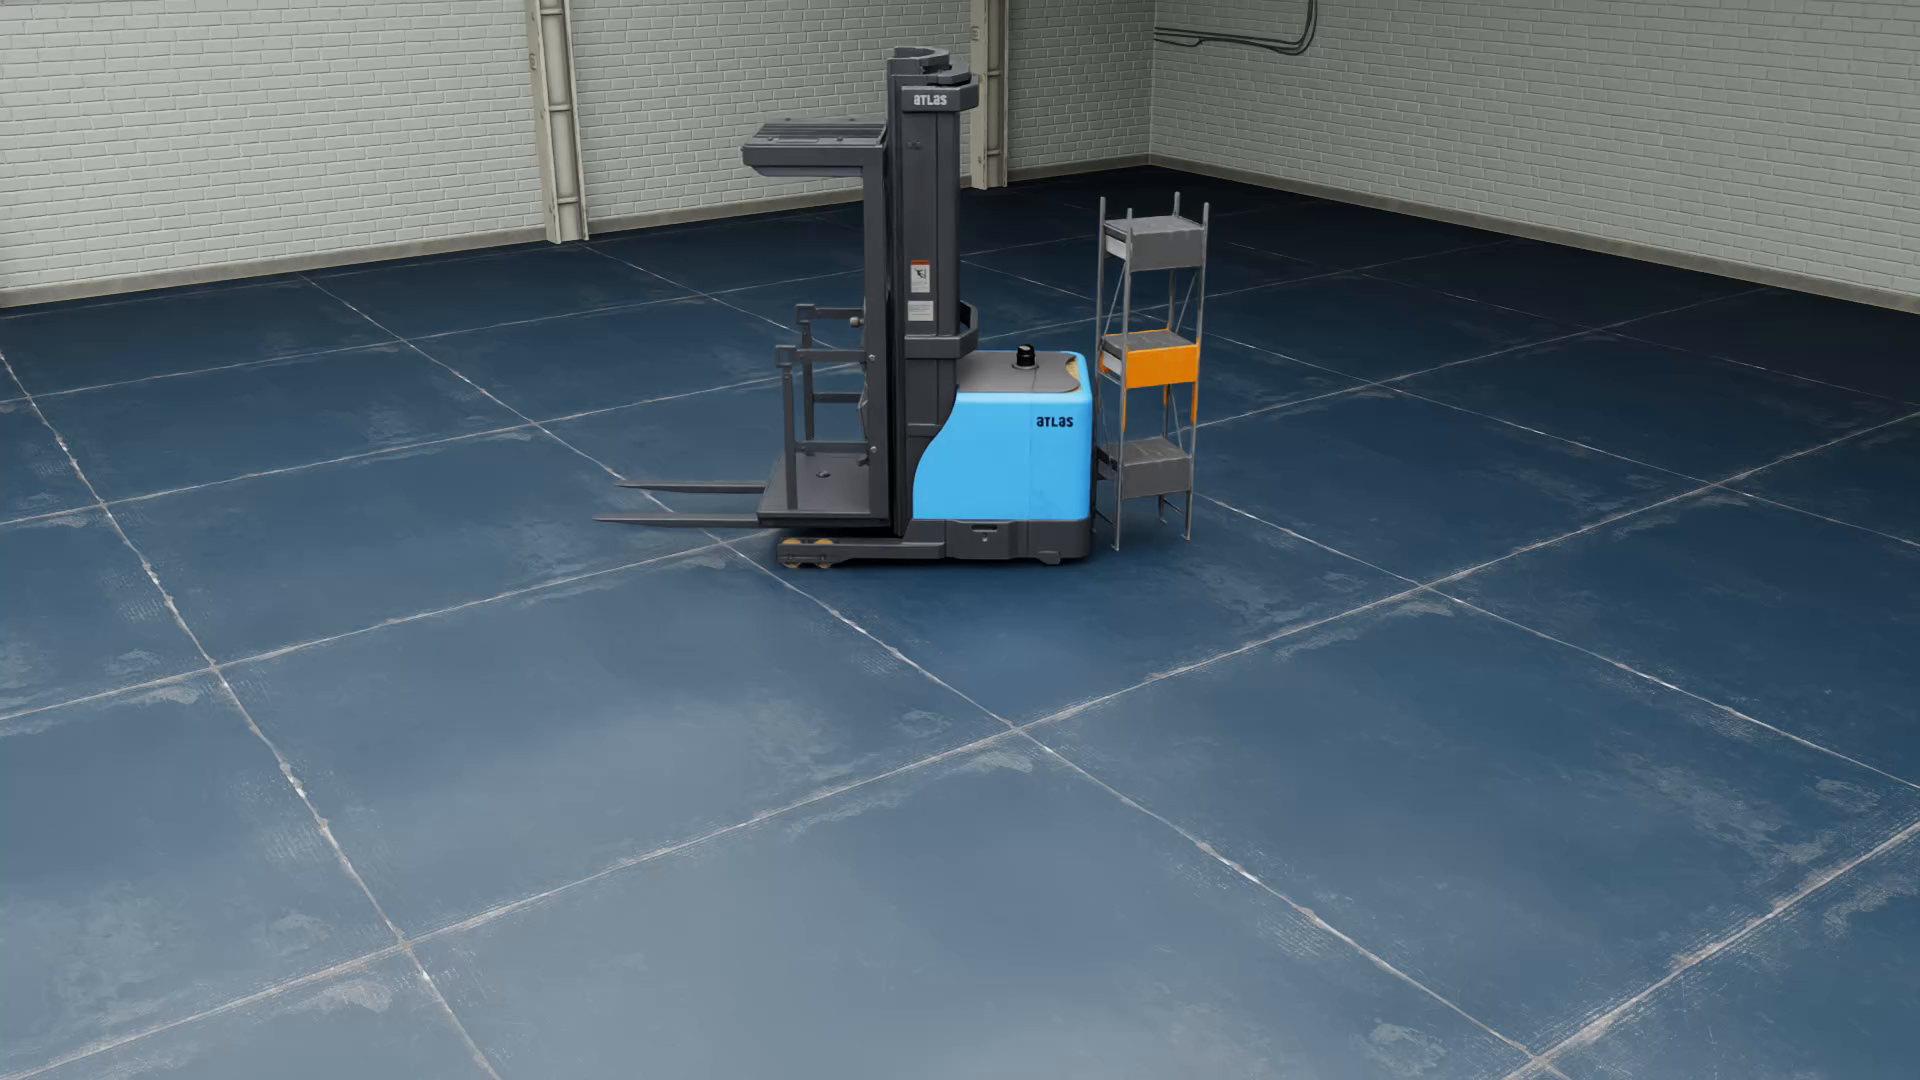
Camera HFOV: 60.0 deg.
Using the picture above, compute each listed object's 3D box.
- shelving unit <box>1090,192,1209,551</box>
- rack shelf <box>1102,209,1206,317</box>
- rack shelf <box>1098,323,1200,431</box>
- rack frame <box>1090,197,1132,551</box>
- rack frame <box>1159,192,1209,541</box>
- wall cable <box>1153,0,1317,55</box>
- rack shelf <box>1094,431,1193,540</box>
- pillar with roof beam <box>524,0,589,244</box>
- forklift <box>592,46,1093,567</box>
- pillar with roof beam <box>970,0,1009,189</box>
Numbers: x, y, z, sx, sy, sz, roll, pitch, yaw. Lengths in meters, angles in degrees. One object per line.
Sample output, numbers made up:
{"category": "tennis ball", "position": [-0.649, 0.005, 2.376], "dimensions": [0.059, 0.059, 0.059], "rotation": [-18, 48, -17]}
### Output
{"category": "shelving unit", "position": [1.130, -1.005, 10.079], "dimensions": [0.503, 2.100, 0.431], "rotation": [-8, 23, -19]}
{"category": "rack shelf", "position": [1.131, -1.642, 9.821], "dimensions": [0.480, 0.518, 0.431], "rotation": [-8, 23, -19]}
{"category": "rack shelf", "position": [1.130, -0.993, 10.084], "dimensions": [0.480, 0.518, 0.431], "rotation": [-8, 23, -19]}
{"category": "rack frame", "position": [0.901, -0.974, 10.001], "dimensions": [0.015, 2.100, 0.400], "rotation": [-8, 23, -19]}
{"category": "rack frame", "position": [1.359, -1.037, 10.157], "dimensions": [0.015, 2.100, 0.400], "rotation": [-8, 23, -19]}
{"category": "wall cable", "position": [3.549, -7.711, 21.767], "dimensions": [0.112, 2.526, 3.097], "rotation": [-15, 26, -33]}
{"category": "rack shelf", "position": [1.130, -0.344, 10.347], "dimensions": [0.480, 0.518, 0.431], "rotation": [-8, 23, -19]}
{"category": "pillar with roof beam", "position": [-1.971, -6.319, 14.090], "dimensions": [0.400, 9.000, 9.100], "rotation": [-15, 26, -33]}
{"category": "forklift", "position": [-0.719, -1.392, 9.931], "dimensions": [3.031, 2.935, 1.130], "rotation": [1, 22, 1]}
{"category": "pillar with roof beam", "position": [2.900, -7.618, 17.345], "dimensions": [0.400, 9.000, 9.100], "rotation": [-15, 26, -33]}
